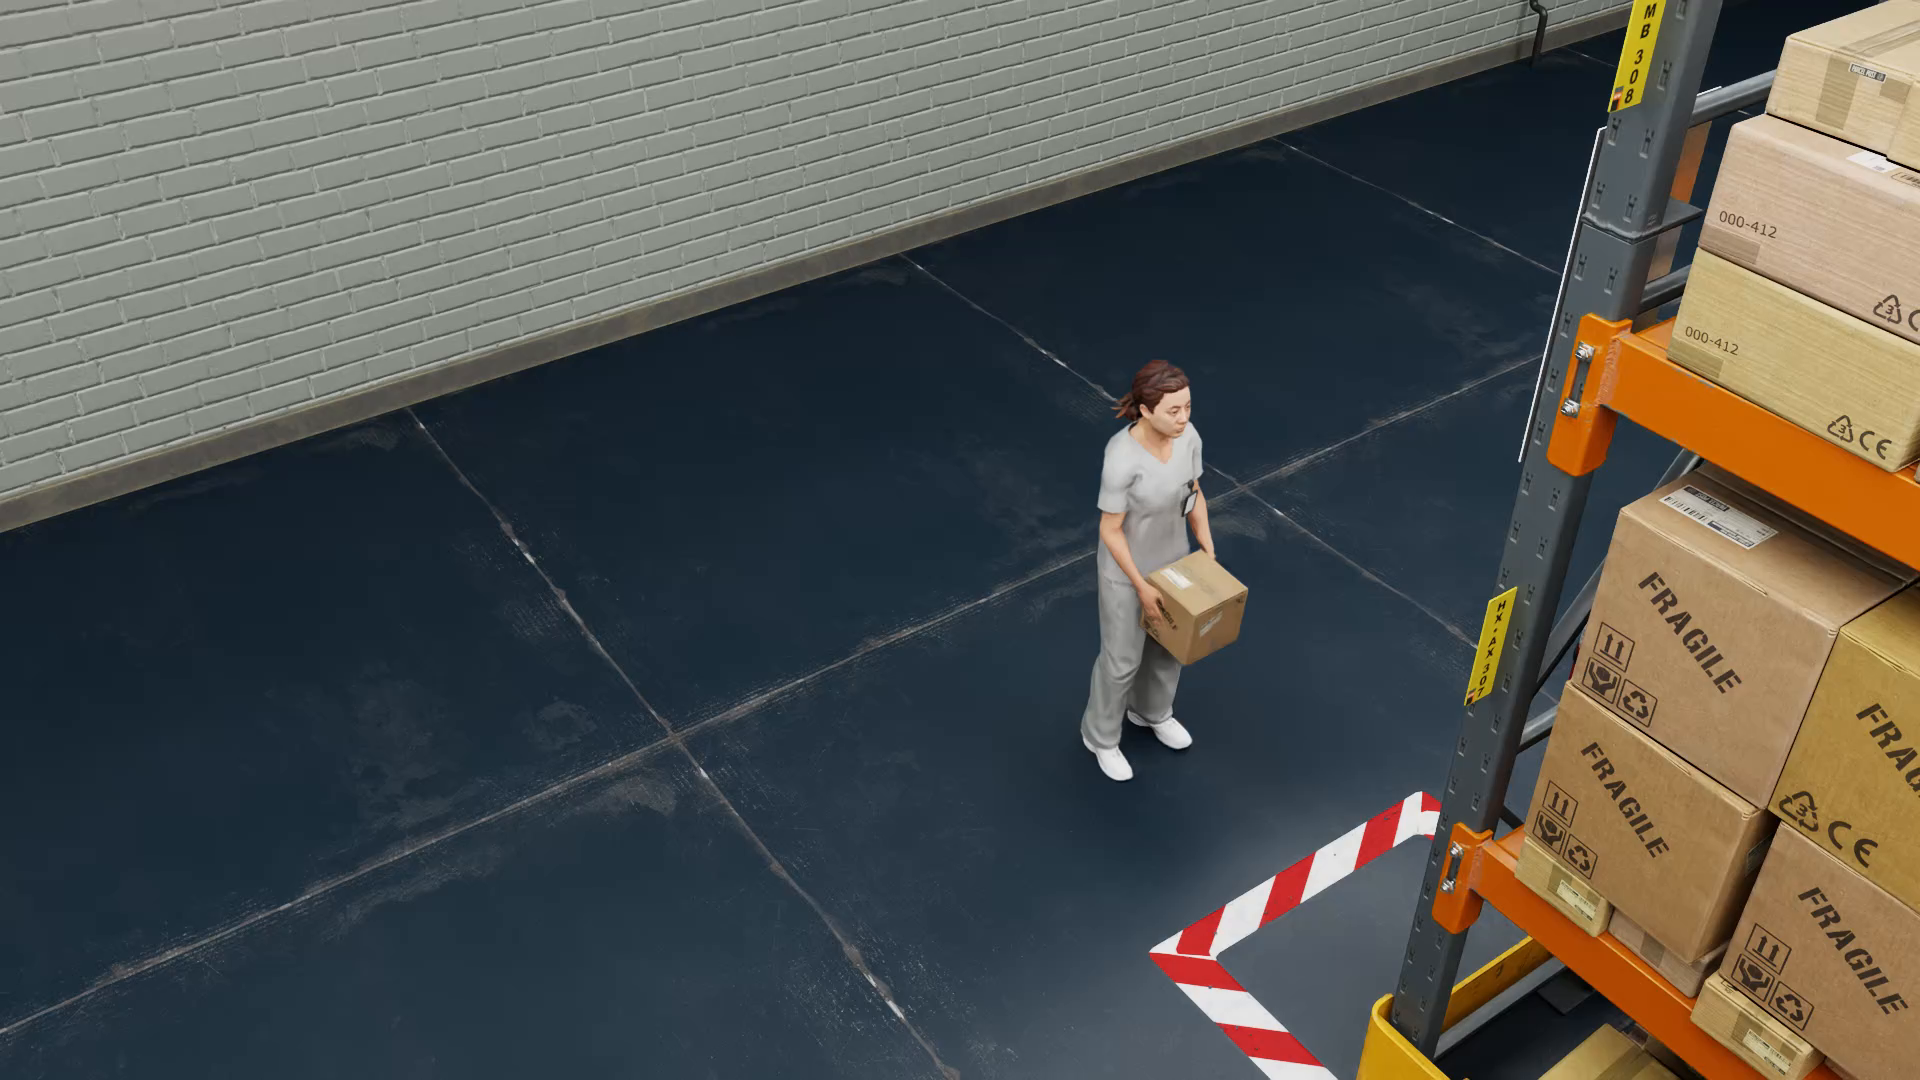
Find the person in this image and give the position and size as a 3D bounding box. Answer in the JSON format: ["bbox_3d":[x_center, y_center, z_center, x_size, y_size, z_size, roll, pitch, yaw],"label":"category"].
[{"bbox_3d":[0.695,0.112,5.995,0.466,1.676,0.429,-23,42,-28],"label":"person"}]
